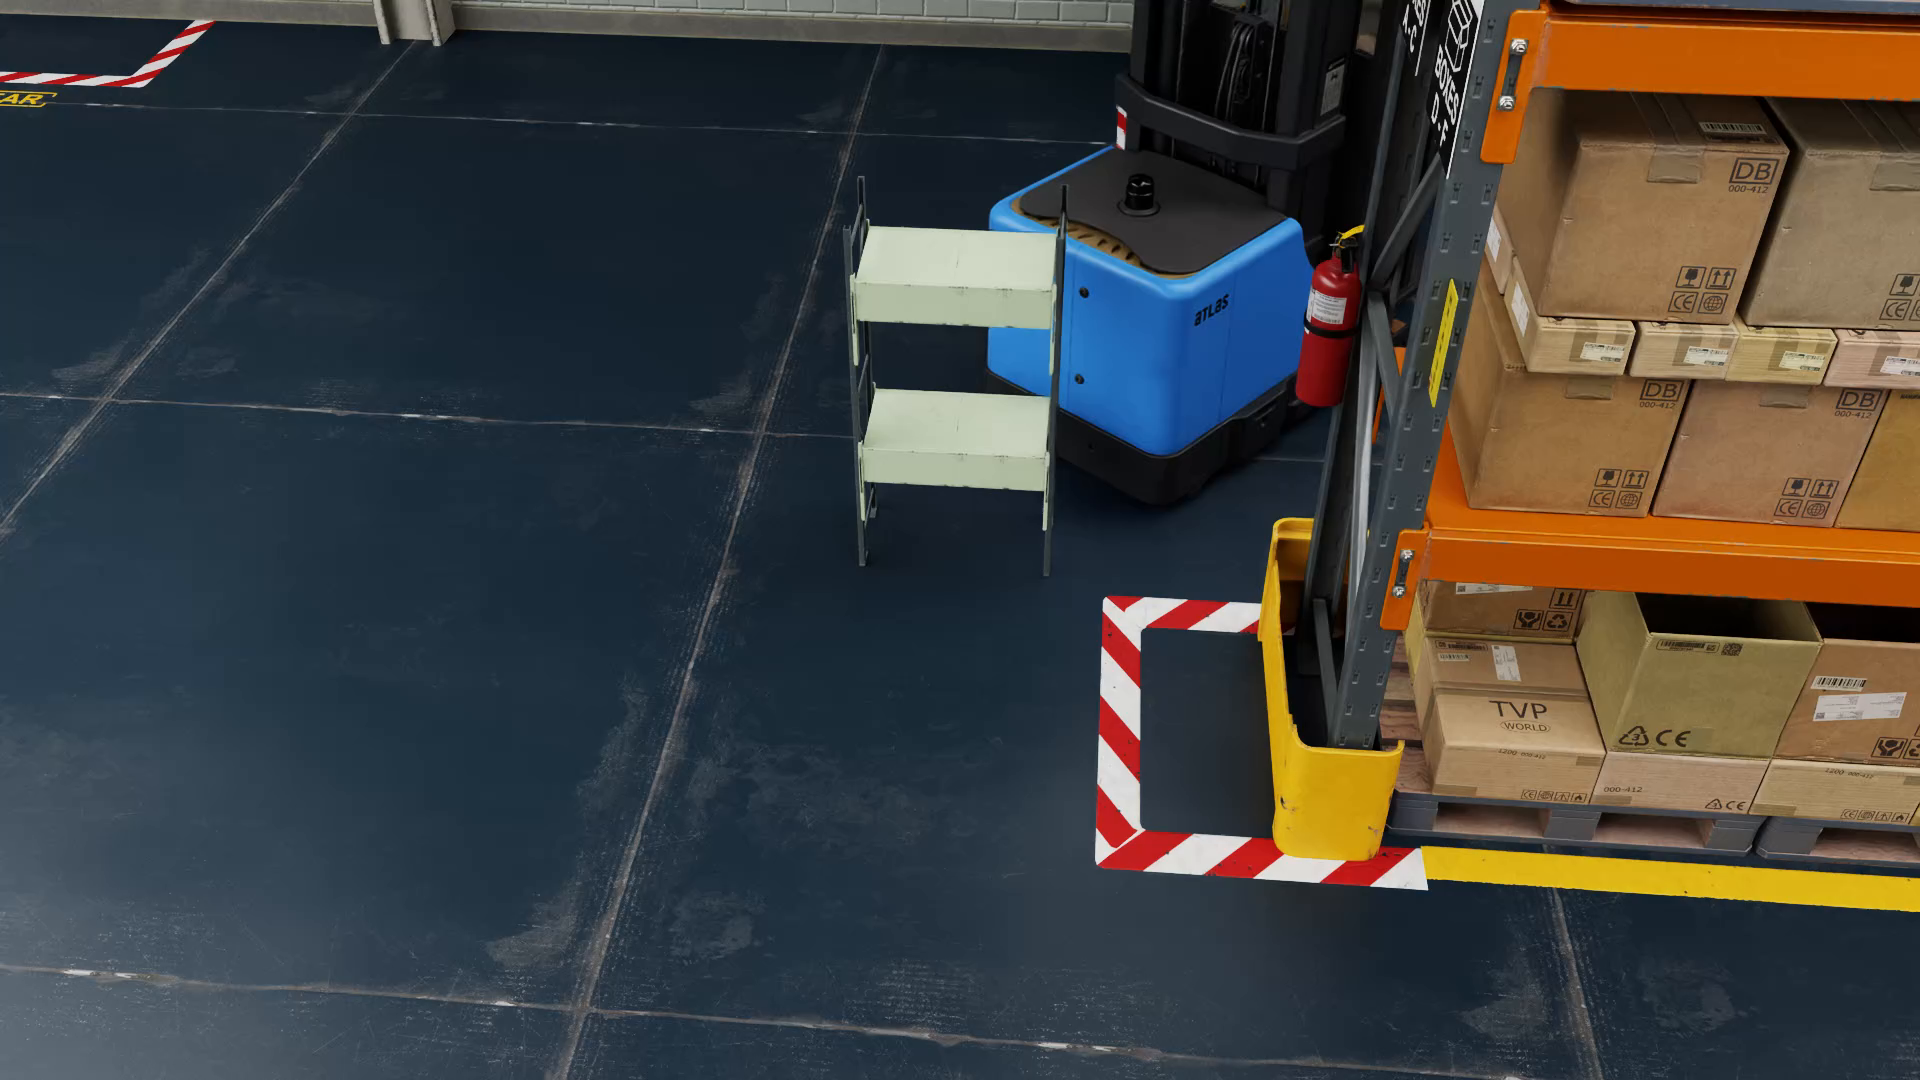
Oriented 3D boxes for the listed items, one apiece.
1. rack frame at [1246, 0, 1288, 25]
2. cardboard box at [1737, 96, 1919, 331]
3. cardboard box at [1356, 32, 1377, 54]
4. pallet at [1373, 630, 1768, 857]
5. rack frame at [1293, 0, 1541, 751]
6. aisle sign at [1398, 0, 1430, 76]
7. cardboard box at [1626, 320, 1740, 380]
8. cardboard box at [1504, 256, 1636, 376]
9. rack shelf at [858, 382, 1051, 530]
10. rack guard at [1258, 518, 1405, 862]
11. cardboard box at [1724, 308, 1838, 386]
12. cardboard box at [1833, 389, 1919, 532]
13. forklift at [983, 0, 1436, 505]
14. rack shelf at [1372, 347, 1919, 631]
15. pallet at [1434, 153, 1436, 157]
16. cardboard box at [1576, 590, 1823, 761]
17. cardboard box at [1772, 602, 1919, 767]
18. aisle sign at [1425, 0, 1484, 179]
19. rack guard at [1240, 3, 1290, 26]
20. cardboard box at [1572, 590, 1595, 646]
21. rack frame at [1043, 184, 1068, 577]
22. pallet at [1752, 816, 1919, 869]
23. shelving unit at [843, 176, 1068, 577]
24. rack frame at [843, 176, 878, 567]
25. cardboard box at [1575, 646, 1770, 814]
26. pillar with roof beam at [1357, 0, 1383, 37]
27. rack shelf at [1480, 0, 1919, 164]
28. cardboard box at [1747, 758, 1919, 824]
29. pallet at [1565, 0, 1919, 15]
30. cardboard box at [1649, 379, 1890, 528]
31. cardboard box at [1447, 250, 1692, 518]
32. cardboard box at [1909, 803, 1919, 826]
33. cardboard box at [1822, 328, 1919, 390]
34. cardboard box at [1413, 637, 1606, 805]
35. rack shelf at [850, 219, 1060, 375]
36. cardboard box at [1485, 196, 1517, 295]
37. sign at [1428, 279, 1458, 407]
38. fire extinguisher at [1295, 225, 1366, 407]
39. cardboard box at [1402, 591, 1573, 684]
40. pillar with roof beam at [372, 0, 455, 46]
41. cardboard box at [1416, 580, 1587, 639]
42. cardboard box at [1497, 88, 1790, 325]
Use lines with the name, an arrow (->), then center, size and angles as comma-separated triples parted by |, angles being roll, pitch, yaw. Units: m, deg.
rack frame -> 1.707, -3.597, 8.793 | 0.127, 3.000, 1.000 | 3, 39, 4
cardboard box -> 2.325, -0.962, 4.449 | 0.500, 0.500, 0.700 | 2, 39, 3
cardboard box -> 2.389, -2.631, 9.387 | 0.500, 0.311, 0.500 | -1, 39, -1
pallet -> 2.049, 0.615, 5.827 | 1.213, 0.211, 1.003 | 3, 39, 4
rack frame -> 1.284, -0.481, 4.965 | 0.127, 3.000, 1.000 | 3, 39, 4
aisle sign -> 1.244, -1.678, 4.376 | 0.004, 0.787, 0.394 | 3, 39, 4
cardboard box -> 1.919, -0.602, 4.521 | 0.250, 0.149, 0.380 | 2, 39, 3
cardboard box -> 1.656, -0.615, 4.536 | 0.250, 0.149, 0.380 | 3, 39, 4
rack shelf -> -0.007, -0.329, 6.483 | 0.720, 0.370, 0.431 | 3, 39, 4
rack guard -> 1.260, 0.487, 5.756 | 0.348, 0.500, 1.175 | 3, 39, 4
cardboard box -> 2.168, -0.588, 4.503 | 0.250, 0.149, 0.380 | 3, 39, 4
cardboard box -> 2.765, -0.430, 4.823 | 0.500, 0.500, 0.700 | 3, 39, 4
forklift -> 1.485, -2.115, 7.027 | 1.130, 2.935, 3.031 | 31, 48, 32
rack shelf -> 3.276, -0.093, 5.059 | 4.000, 0.370, 1.077 | 3, 39, 4
pallet -> 2.589, -2.445, 9.587 | 1.213, 0.211, 1.003 | 3, 39, 4
cardboard box -> 2.297, 0.326, 5.224 | 0.500, 0.500, 0.500 | 3, 39, 4
cardboard box -> 2.796, 0.346, 5.201 | 0.500, 0.500, 0.500 | 3, 39, 4
aisle sign -> 1.192, -1.301, 3.912 | 0.004, 0.787, 0.394 | 3, 39, 4
rack guard -> 1.783, -2.624, 9.577 | 0.348, 0.500, 1.175 | 3, 39, 4
cardboard box -> 2.343, 0.285, 5.869 | 0.500, 0.250, 0.500 | 3, 39, 4
rack frame -> 0.358, -0.562, 6.252 | 0.023, 1.500, 0.400 | 3, 39, 4
pallet -> 3.261, 0.683, 5.743 | 1.213, 0.211, 1.003 | 3, 39, 4
shelving unit -> -0.007, -0.582, 6.277 | 0.755, 1.500, 0.431 | 3, 39, 4
rack frame -> -0.371, -0.602, 6.301 | 0.023, 1.500, 0.400 | 3, 39, 4
cardboard box -> 2.297, 0.616, 5.462 | 0.500, 0.250, 0.500 | 3, 39, 4
pillar with roof beam -> 2.108, -3.722, 4.194 | 0.400, 9.000, 9.100 | 3, 39, 4
rack shelf -> 3.276, -1.257, 4.112 | 4.000, 0.370, 1.077 | 3, 39, 4
cardboard box -> 2.795, 0.644, 5.429 | 0.500, 0.250, 0.500 | 3, 39, 4
pallet -> 1.986, -1.556, 3.979 | 1.213, 0.211, 1.003 | 3, 39, 4
cardboard box -> 2.271, -0.461, 4.861 | 0.500, 0.500, 0.700 | 4, 39, 5
cardboard box -> 1.748, -0.487, 4.893 | 0.500, 0.500, 0.700 | 3, 39, 4
cardboard box -> 3.293, 0.674, 5.391 | 0.500, 0.250, 0.500 | 3, 39, 4
cardboard box -> 2.419, -0.573, 4.484 | 0.250, 0.149, 0.380 | 3, 39, 3
cardboard box -> 1.799, 0.591, 5.493 | 0.500, 0.250, 0.500 | 3, 39, 4
rack shelf -> -0.007, -0.885, 6.031 | 0.720, 0.370, 0.431 | 3, 39, 4
cardboard box -> 1.681, -0.871, 4.851 | 0.250, 0.149, 0.380 | 3, 39, 3
sign -> 1.230, -0.499, 4.239 | 0.005, 0.325, 0.100 | 3, 39, 4
fire extinguisher -> 1.206, -0.750, 5.357 | 0.183, 0.674, 0.296 | 3, 39, 4
cardboard box -> 1.843, 0.265, 5.893 | 0.500, 0.250, 0.500 | 3, 39, 4
pillar with roof beam -> -3.870, -4.049, 4.596 | 0.400, 9.000, 9.100 | 3, 39, 4
cardboard box -> 1.844, -0.027, 5.658 | 0.500, 0.500, 0.500 | 3, 39, 4
cardboard box -> 1.800, -0.987, 4.480 | 0.500, 0.500, 0.700 | 3, 39, 4
